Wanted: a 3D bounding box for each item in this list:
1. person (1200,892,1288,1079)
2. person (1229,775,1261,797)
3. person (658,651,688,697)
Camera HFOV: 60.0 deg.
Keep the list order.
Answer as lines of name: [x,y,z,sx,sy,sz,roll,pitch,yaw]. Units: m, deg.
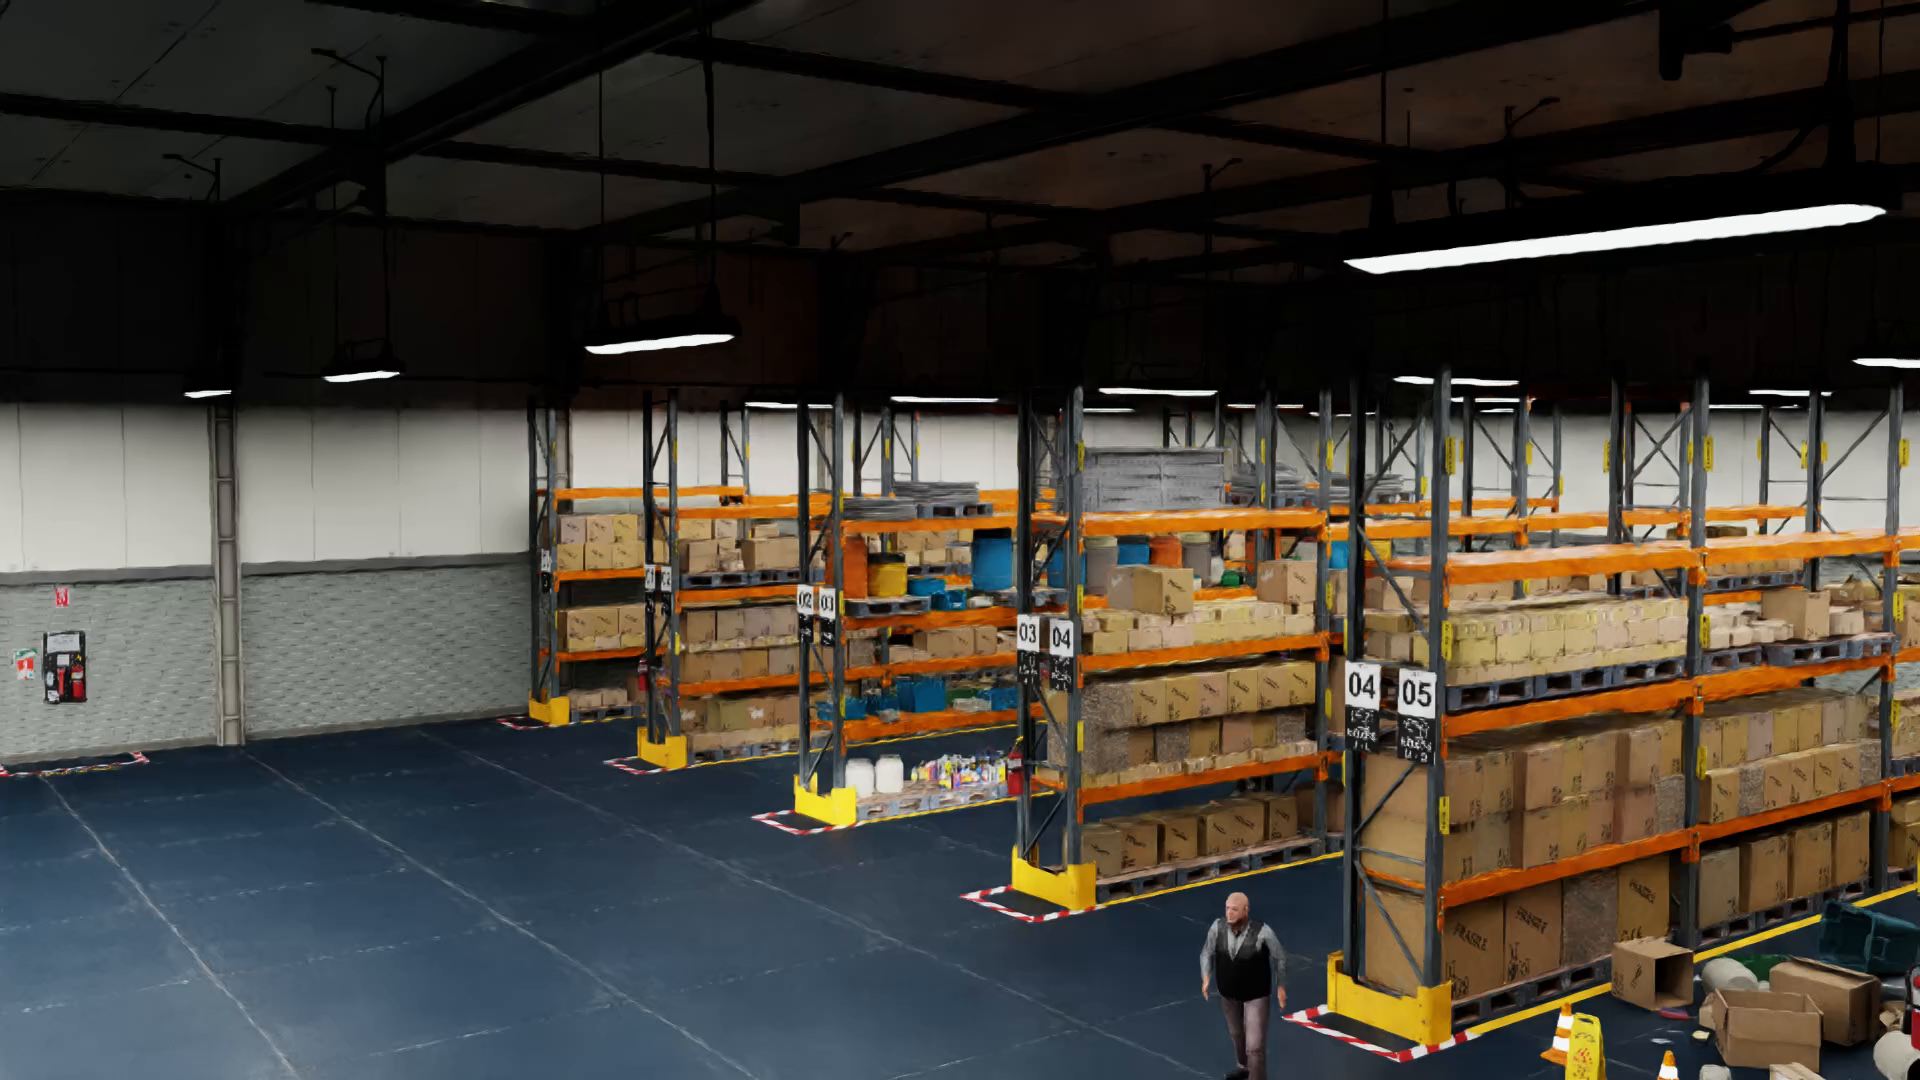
person: [2.248,3.558,13.052,0.682,1.657,0.844,3,4,37]
person: [4.145,2.966,24.279,0.903,1.525,0.733,-2,4,-31]
person: [-4.990,2.669,29.108,0.562,1.527,0.782,3,4,37]
